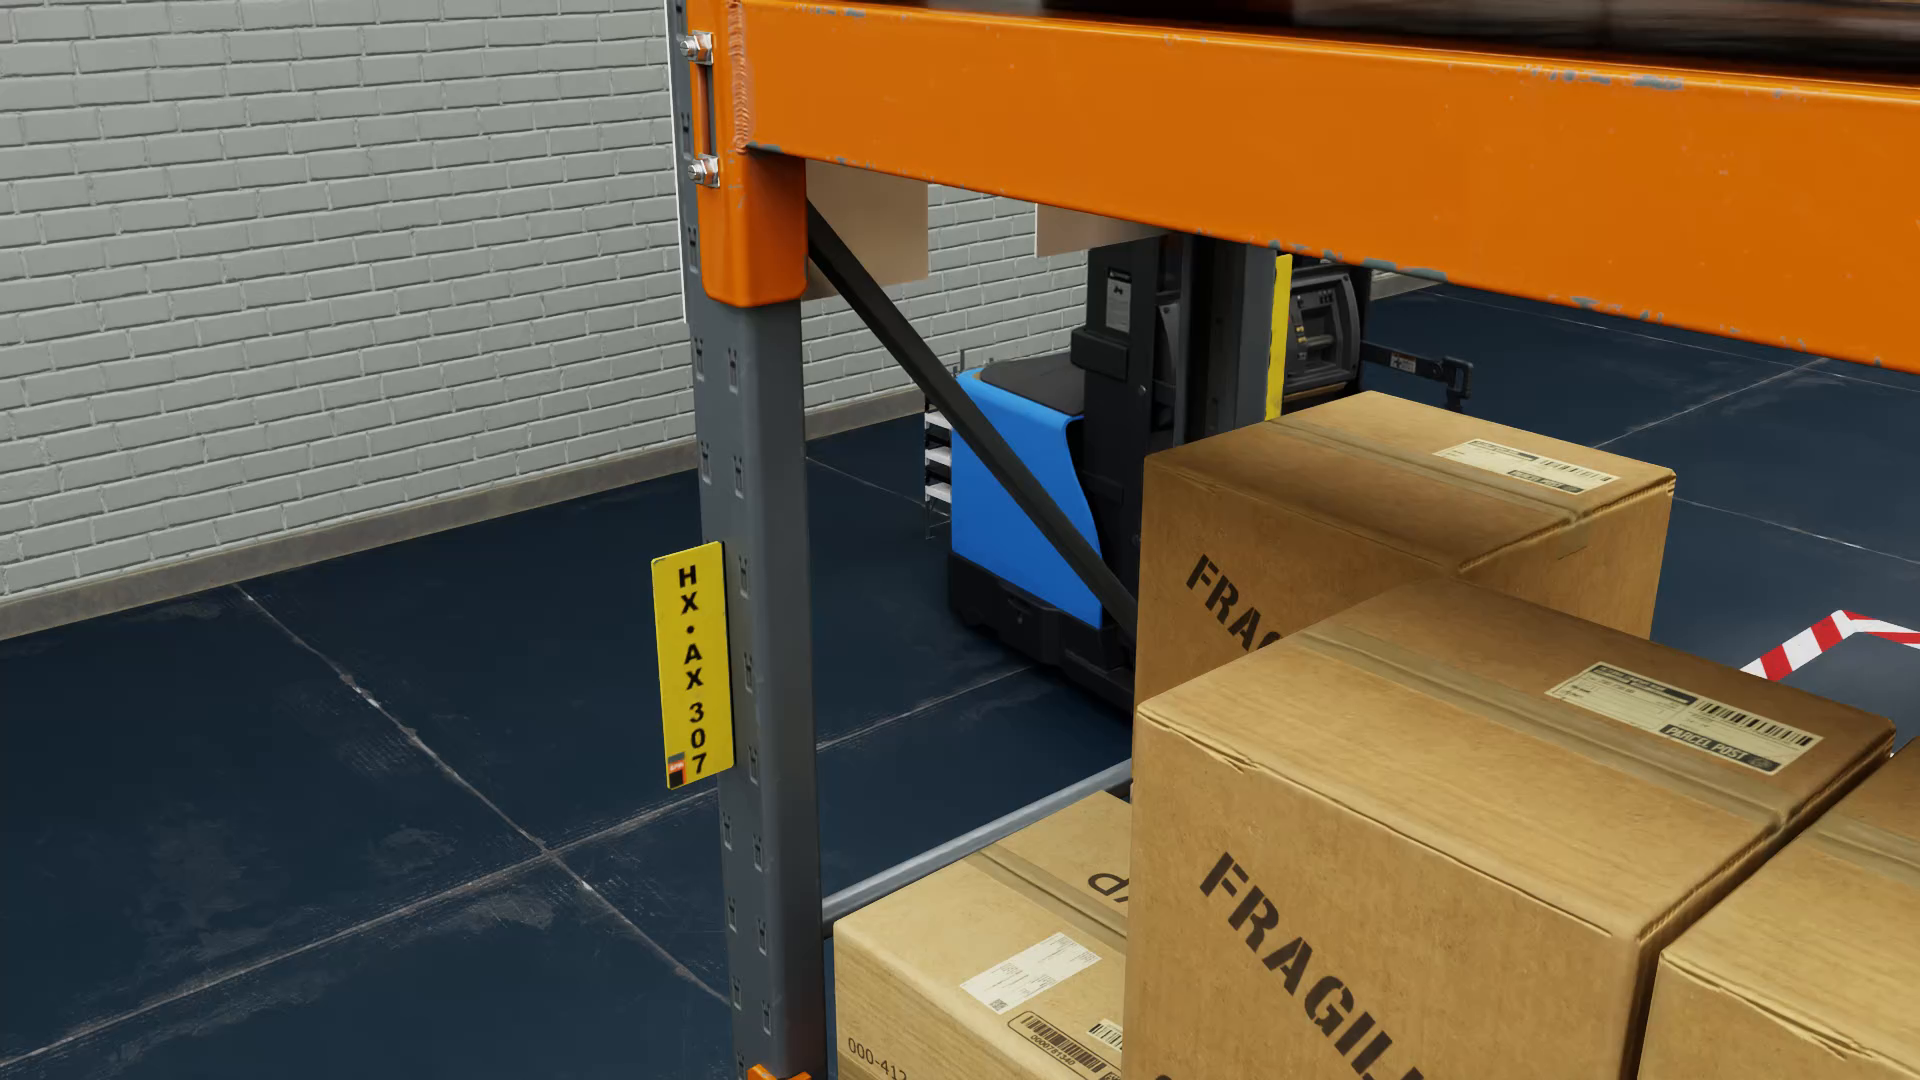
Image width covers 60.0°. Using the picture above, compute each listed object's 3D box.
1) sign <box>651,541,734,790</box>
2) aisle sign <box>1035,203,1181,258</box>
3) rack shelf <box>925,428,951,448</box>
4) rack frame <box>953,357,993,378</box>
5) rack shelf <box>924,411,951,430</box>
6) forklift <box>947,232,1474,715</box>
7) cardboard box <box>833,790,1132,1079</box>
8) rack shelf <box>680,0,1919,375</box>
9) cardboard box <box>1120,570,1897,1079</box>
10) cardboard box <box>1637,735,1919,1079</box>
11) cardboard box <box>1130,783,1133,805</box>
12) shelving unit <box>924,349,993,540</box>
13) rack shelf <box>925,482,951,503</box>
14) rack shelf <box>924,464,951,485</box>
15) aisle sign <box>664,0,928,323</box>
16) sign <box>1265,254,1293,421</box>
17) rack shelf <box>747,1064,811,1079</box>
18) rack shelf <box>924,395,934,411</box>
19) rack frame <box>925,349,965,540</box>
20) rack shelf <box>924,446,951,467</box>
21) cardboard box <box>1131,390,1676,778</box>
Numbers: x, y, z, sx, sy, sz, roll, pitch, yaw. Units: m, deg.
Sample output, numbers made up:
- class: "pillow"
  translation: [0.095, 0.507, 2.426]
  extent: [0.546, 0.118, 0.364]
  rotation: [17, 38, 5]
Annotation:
- class: "sign"
  translation: [-0.345, 0.165, 2.154]
  extent: [0.100, 0.325, 0.005]
  rotation: [-17, 27, -37]
- class: "aisle sign"
  translation: [0.260, -0.827, 2.419]
  extent: [0.394, 0.787, 0.004]
  rotation: [-17, 27, -37]
- class: "rack shelf"
  translation: [-0.005, -0.474, 7.805]
  extent: [0.258, 0.077, 0.200]
  rotation: [-17, 27, -37]
- class: "rack frame"
  translation: [0.061, -0.393, 7.754]
  extent: [0.240, 0.900, 0.006]
  rotation: [-17, 27, -37]
- class: "rack shelf"
  translation: [-0.005, -0.558, 7.772]
  extent: [0.258, 0.077, 0.200]
  rotation: [-17, 27, -37]
- class: "forklift"
  translation: [1.202, -0.708, 5.773]
  extent: [1.130, 2.935, 3.031]
  rotation: [-14, 26, -32]
- class: "cardboard box"
  translation: [0.189, 0.603, 2.130]
  extent: [0.500, 0.250, 0.500]
  rotation: [-18, 28, -39]
- class: "rack shelf"
  translation: [1.385, -0.035, 0.833]
  extent: [1.077, 0.370, 4.000]
  rotation: [-17, 27, -37]
- class: "cardboard box"
  translation: [0.515, 0.392, 1.641]
  extent: [0.500, 0.500, 0.500]
  rotation: [-18, 28, -39]
- class: "cardboard box"
  translation: [0.858, 0.533, 1.279]
  extent: [0.500, 0.500, 0.500]
  rotation: [-18, 28, -39]
- class: "cardboard box"
  translation: [0.597, 0.476, 2.452]
  extent: [0.500, 0.250, 0.500]
  rotation: [-18, 28, -38]
- class: "shelving unit"
  translation: [-0.005, -0.421, 7.826]
  extent: [0.258, 0.900, 0.210]
  rotation: [-17, 27, -37]
- class: "rack shelf"
  translation: [-0.005, -0.223, 7.903]
  extent: [0.258, 0.077, 0.200]
  rotation: [-17, 27, -37]
- class: "rack shelf"
  translation: [-0.005, -0.306, 7.871]
  extent: [0.258, 0.077, 0.200]
  rotation: [-17, 27, -37]
- class: "aisle sign"
  translation: [-0.194, -0.685, 2.054]
  extent: [0.394, 0.787, 0.004]
  rotation: [-17, 27, -37]
- class: "sign"
  translation: [0.500, -0.300, 2.725]
  extent: [0.100, 0.325, 0.005]
  rotation: [-17, 27, -37]
- class: "rack shelf"
  translation: [1.385, 1.362, 1.380]
  extent: [1.077, 0.370, 4.000]
  rotation: [-17, 27, -37]
- class: "rack shelf"
  translation: [-0.005, -0.642, 7.739]
  extent: [0.258, 0.077, 0.200]
  rotation: [-17, 27, -37]
- class: "rack frame"
  translation: [-0.072, -0.449, 7.897]
  extent: [0.240, 0.900, 0.006]
  rotation: [-17, 27, -37]
- class: "rack shelf"
  translation: [-0.005, -0.390, 7.838]
  extent: [0.258, 0.077, 0.200]
  rotation: [-17, 27, -37]
- class: "cardboard box"
  translation: [0.597, 0.129, 2.312]
  extent: [0.500, 0.500, 0.500]
  rotation: [-17, 27, -37]
